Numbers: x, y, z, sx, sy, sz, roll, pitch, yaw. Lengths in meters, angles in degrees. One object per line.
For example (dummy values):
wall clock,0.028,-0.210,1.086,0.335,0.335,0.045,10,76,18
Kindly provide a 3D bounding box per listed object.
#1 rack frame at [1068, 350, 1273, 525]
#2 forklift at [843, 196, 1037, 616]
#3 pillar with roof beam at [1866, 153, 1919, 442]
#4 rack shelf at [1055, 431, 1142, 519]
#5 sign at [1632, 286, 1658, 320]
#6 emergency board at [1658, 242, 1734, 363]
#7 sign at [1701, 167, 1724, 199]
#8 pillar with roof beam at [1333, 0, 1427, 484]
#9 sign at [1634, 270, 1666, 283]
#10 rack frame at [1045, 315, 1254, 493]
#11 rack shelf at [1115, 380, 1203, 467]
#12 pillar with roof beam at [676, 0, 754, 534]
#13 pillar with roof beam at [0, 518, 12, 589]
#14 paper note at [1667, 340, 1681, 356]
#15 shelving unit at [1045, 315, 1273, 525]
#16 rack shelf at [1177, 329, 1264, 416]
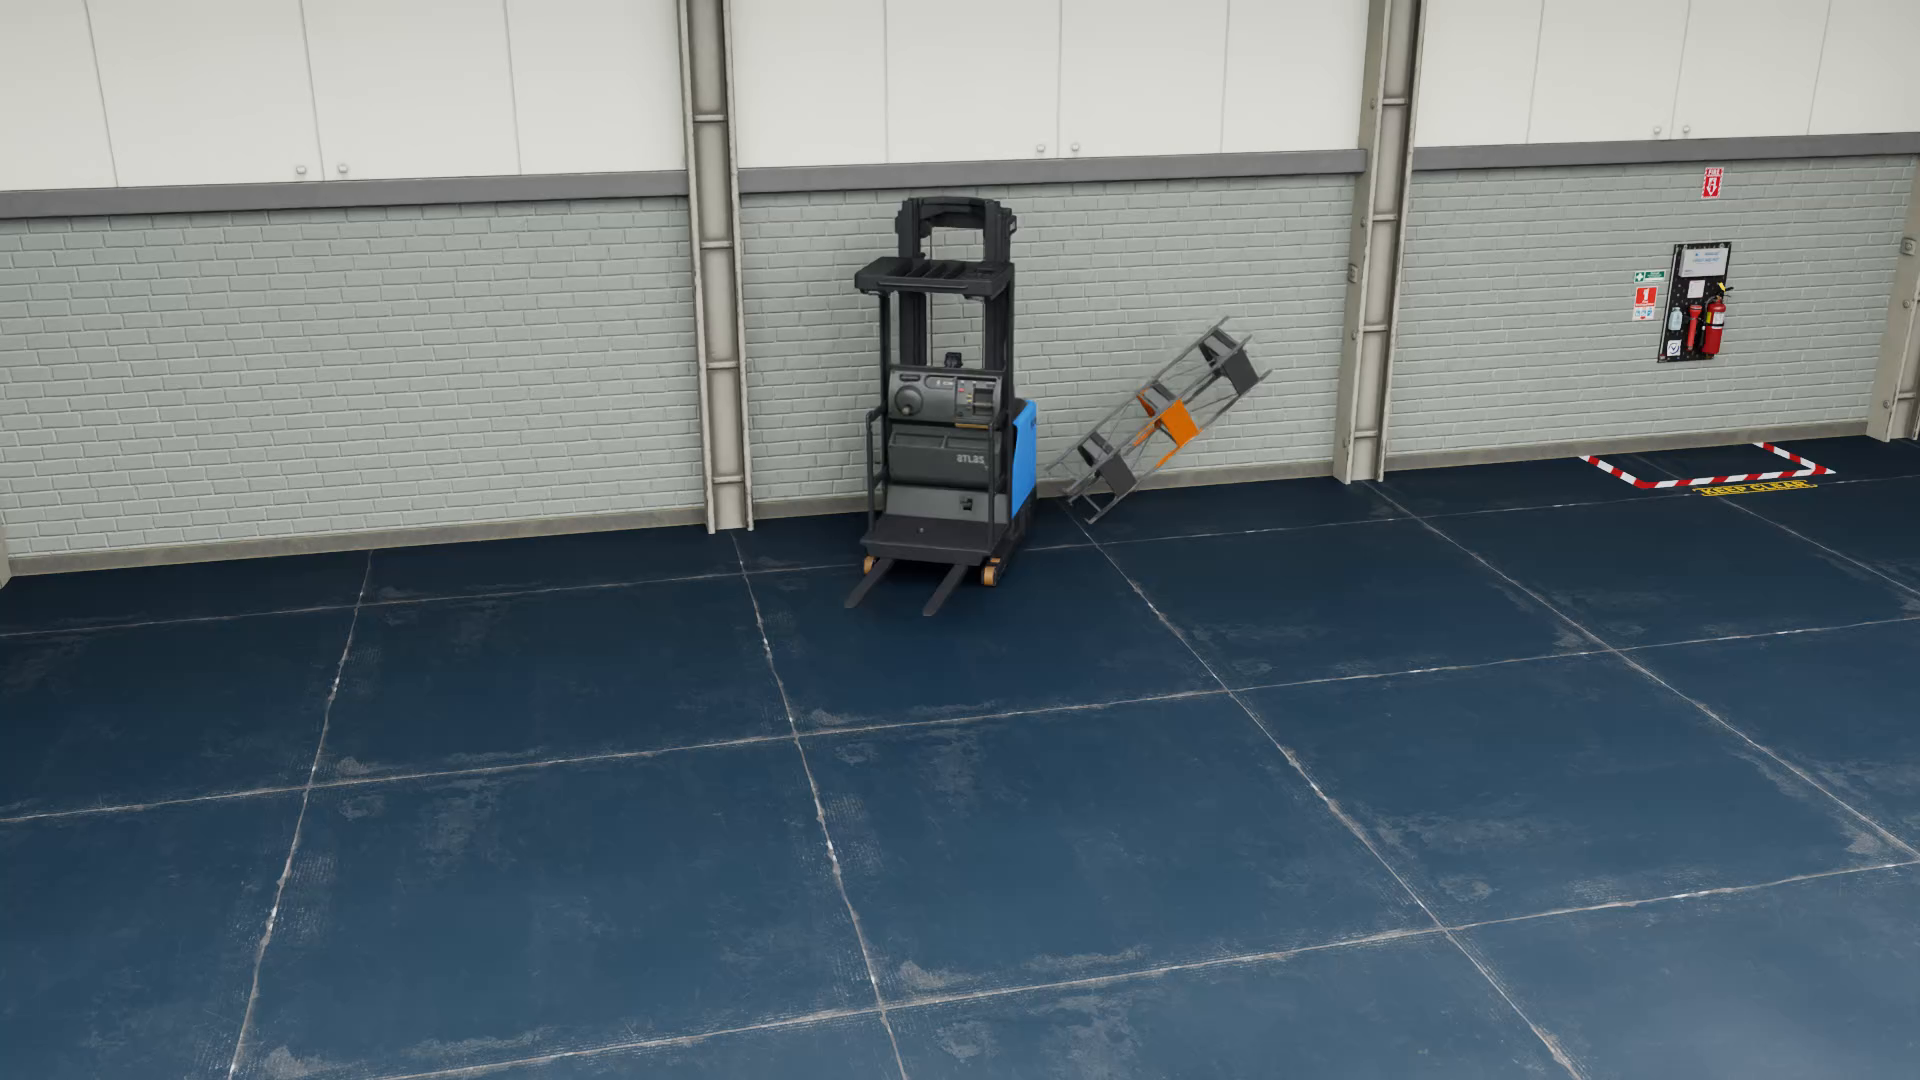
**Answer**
rack frame,1.860,-0.919,14.787,2.100,0.015,0.400,-40,44,0
forklift,-0.170,-1.147,13.184,1.130,2.935,3.031,5,21,13
pillar with roof beam,10.638,-3.857,11.761,0.400,9.000,9.100,-5,21,-12
rack shelf,1.203,-0.593,14.612,0.518,0.480,0.431,-40,44,0
sign,6.672,-2.306,16.196,0.234,0.329,0.001,-5,21,-12
emergency board,7.234,-2.298,16.228,0.643,1.169,0.194,-5,21,-12
sign,7.203,-3.419,15.918,0.199,0.298,0.001,-5,21,-12
pillar with roof beam,4.799,-3.382,10.464,0.400,9.000,9.100,-5,21,-12
sign,6.679,-2.552,16.098,0.331,0.109,0.001,-5,21,-12
rack frame,1.636,-1.187,14.447,2.100,0.015,0.400,-40,44,0
rack shelf,1.738,-1.044,14.617,0.518,0.480,0.431,-40,44,0
pillar with roof beam,-1.040,-2.907,9.168,0.400,9.000,9.100,-5,21,-12
pillar with roof beam,-6.879,-2.432,7.872,0.400,9.000,9.100,-5,21,-12
paper note,7.046,-1.894,16.404,0.142,0.148,0.016,-5,21,-12
shelving unit,1.748,-1.053,14.617,2.100,0.503,0.431,-40,44,0
rack shelf,2.273,-1.495,14.622,0.518,0.480,0.431,-40,44,0
